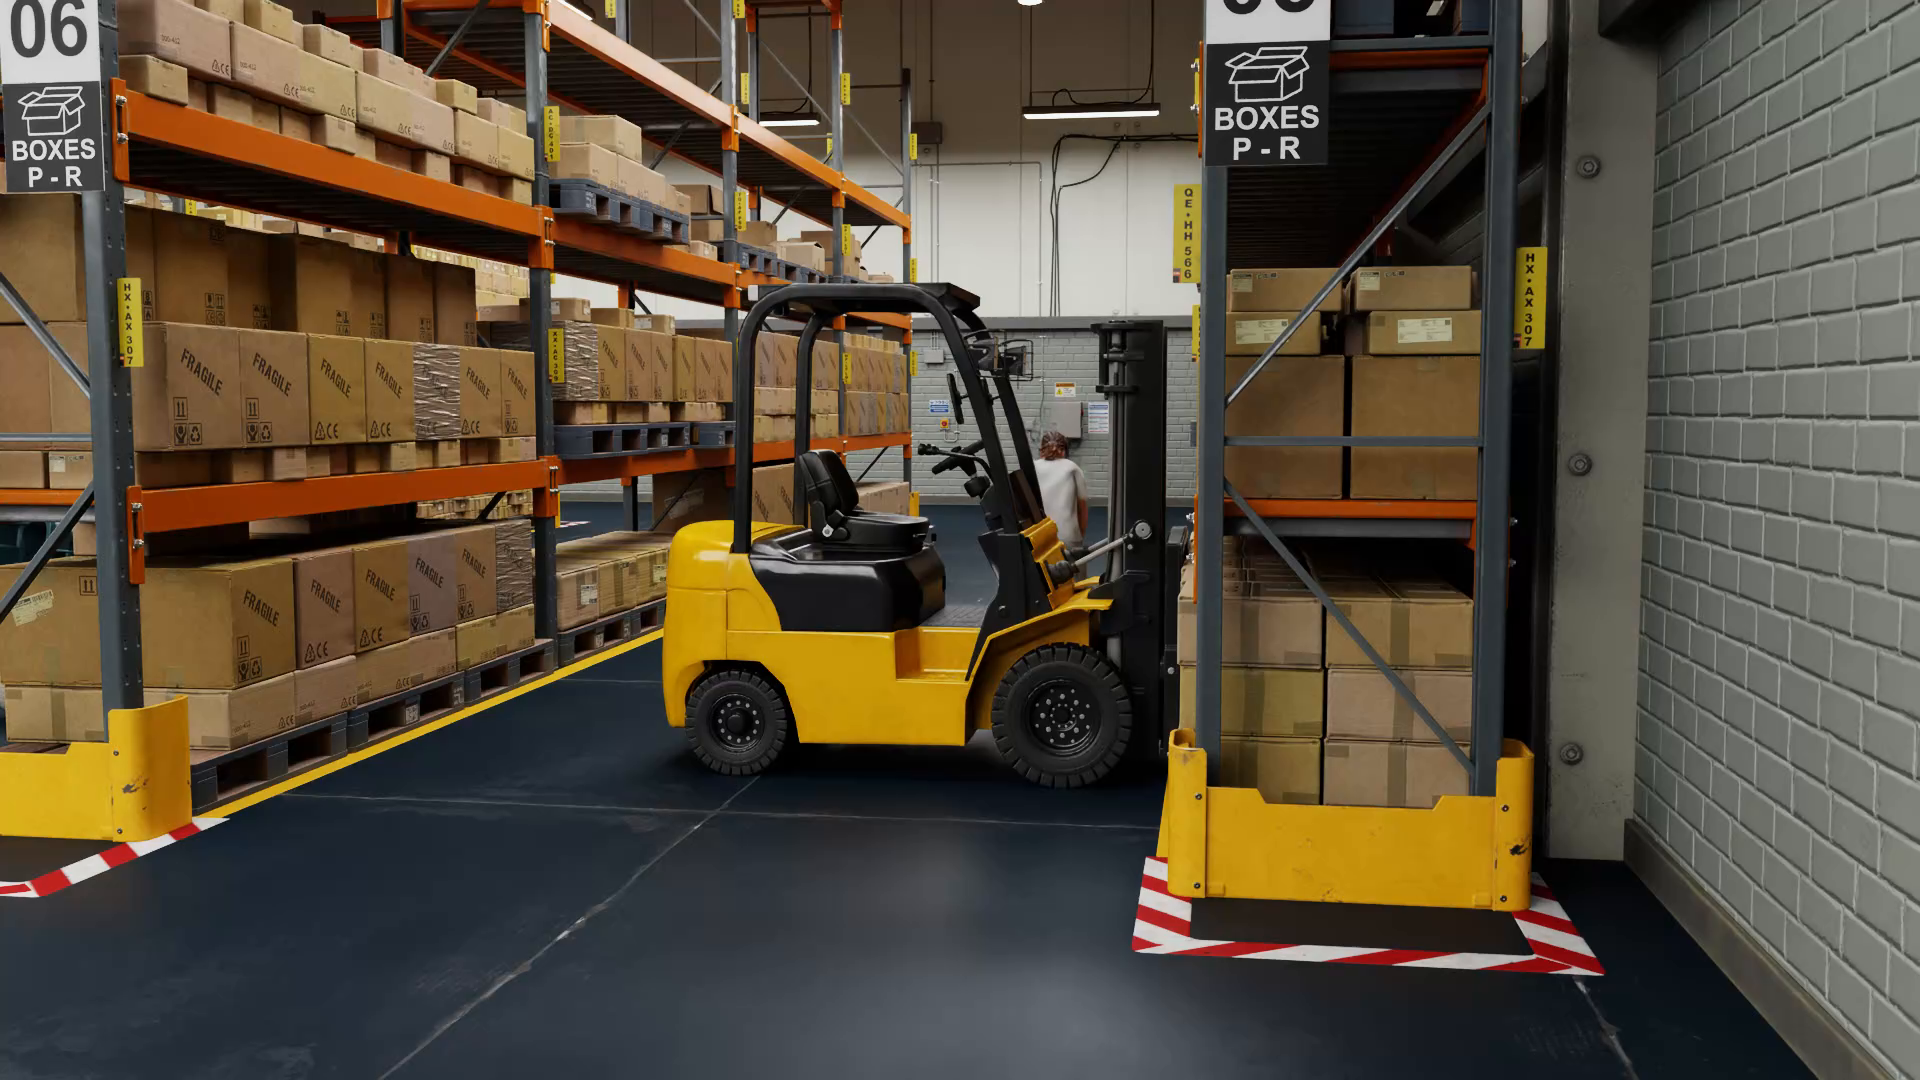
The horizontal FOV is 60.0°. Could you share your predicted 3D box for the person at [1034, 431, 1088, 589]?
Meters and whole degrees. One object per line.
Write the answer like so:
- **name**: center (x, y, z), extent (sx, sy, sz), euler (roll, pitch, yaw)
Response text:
- **person**: center (0.607, 0.010, 11.081), extent (0.488, 1.469, 0.575), euler (1, 5, 9)
